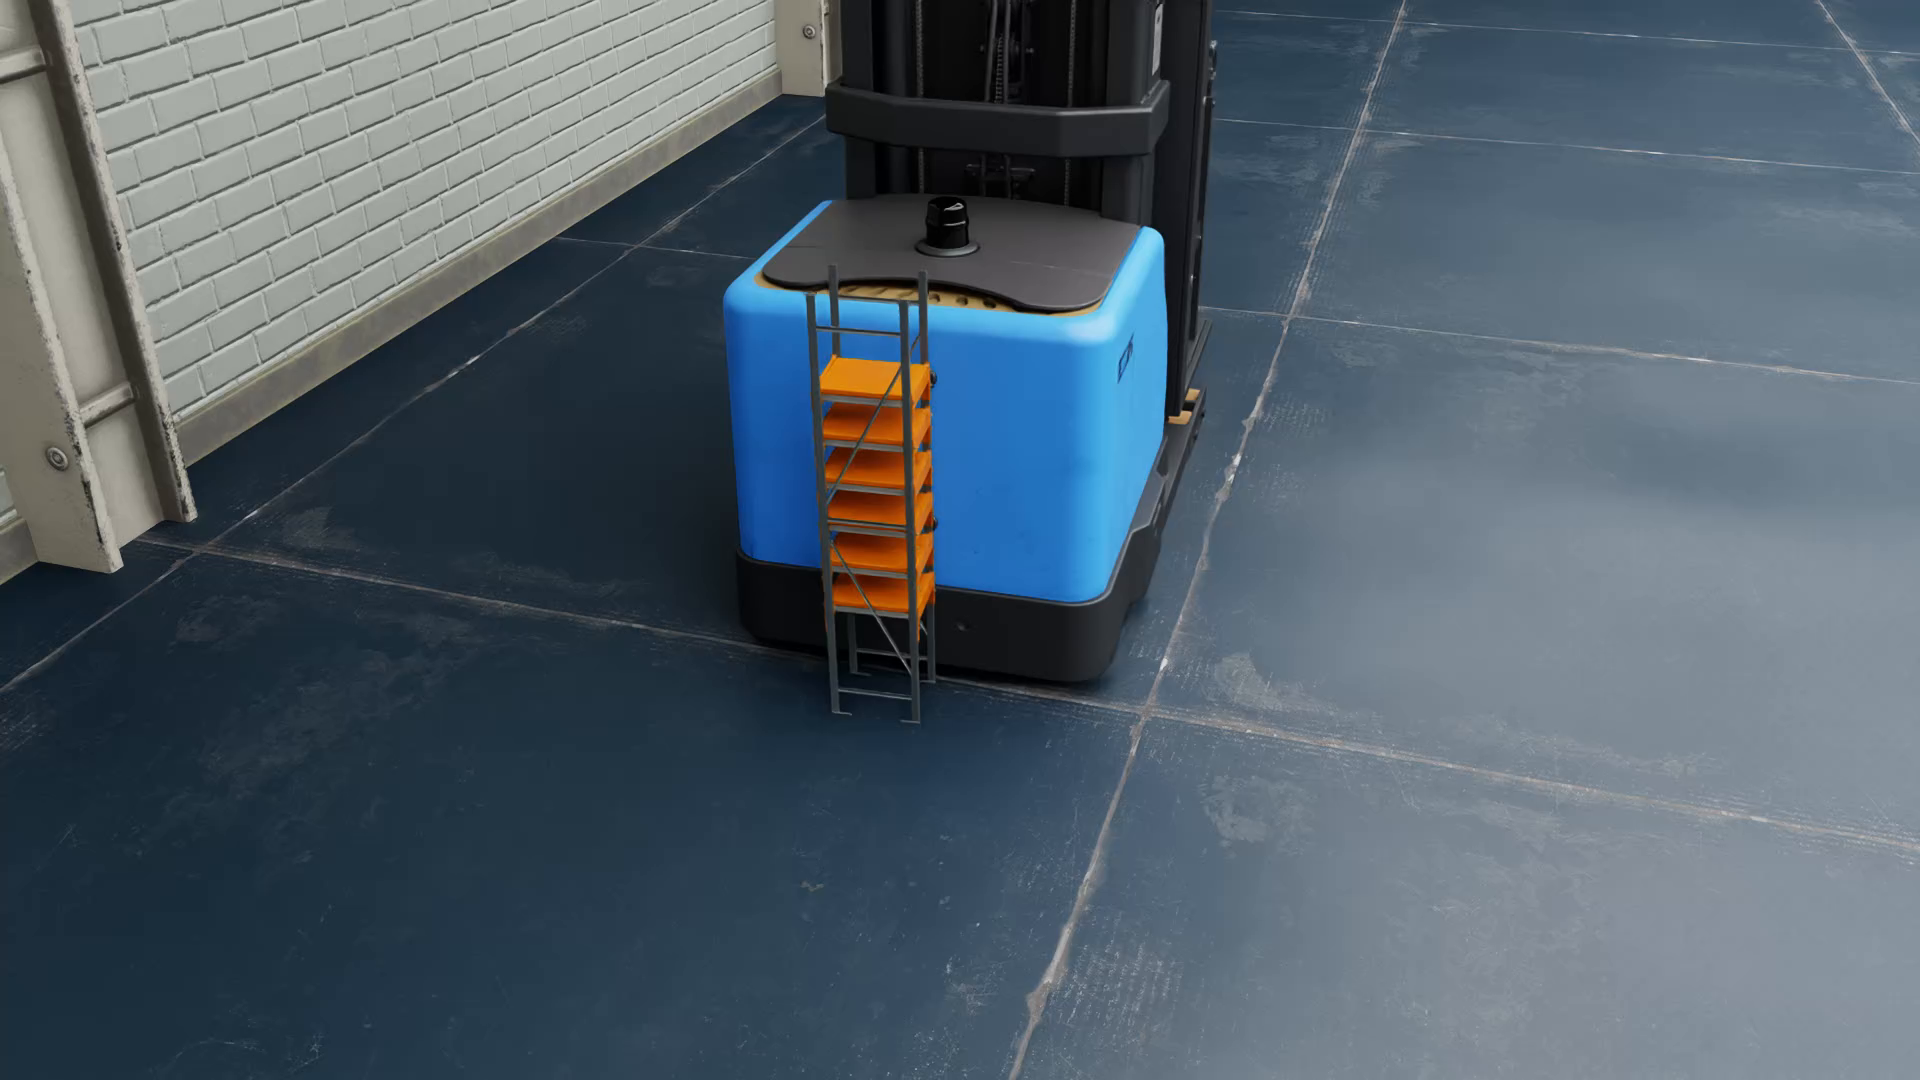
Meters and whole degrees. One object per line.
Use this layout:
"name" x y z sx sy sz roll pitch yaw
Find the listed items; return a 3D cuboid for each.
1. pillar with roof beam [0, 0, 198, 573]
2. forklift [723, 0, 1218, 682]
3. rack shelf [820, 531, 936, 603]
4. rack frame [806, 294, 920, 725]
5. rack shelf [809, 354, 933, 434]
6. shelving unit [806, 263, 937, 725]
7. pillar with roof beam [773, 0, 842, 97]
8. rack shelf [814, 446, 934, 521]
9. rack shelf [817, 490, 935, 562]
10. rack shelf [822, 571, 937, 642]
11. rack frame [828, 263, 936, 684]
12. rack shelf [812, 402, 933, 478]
"pillar with roof beam" 1.441 -3.330 1.979 9.100 9.000 0.400 8 30 15
"forklift" 0.256 -1.604 5.119 1.130 2.935 3.031 7 30 13
"rack shelf" -0.207 0.055 4.247 0.258 0.103 0.180 6 32 11
"rack frame" -0.228 -0.038 4.084 0.240 1.200 0.006 6 32 11
"rack shelf" -0.212 -0.354 3.995 0.258 0.103 0.180 6 32 11
"shelving unit" -0.209 -0.085 4.160 0.258 1.200 0.189 6 32 11
"pillar with roof beam" 3.203 -6.118 6.991 9.100 9.000 0.400 8 30 15
"rack shelf" -0.210 -0.149 4.121 0.258 0.103 0.180 6 32 11
"rack shelf" -0.209 -0.047 4.184 0.258 0.103 0.180 6 32 11
"rack shelf" -0.206 0.157 4.310 0.258 0.103 0.180 6 32 11
"rack frame" -0.190 -0.132 4.237 0.240 1.200 0.006 6 32 11
"rack shelf" -0.211 -0.251 4.058 0.258 0.103 0.180 6 32 11
